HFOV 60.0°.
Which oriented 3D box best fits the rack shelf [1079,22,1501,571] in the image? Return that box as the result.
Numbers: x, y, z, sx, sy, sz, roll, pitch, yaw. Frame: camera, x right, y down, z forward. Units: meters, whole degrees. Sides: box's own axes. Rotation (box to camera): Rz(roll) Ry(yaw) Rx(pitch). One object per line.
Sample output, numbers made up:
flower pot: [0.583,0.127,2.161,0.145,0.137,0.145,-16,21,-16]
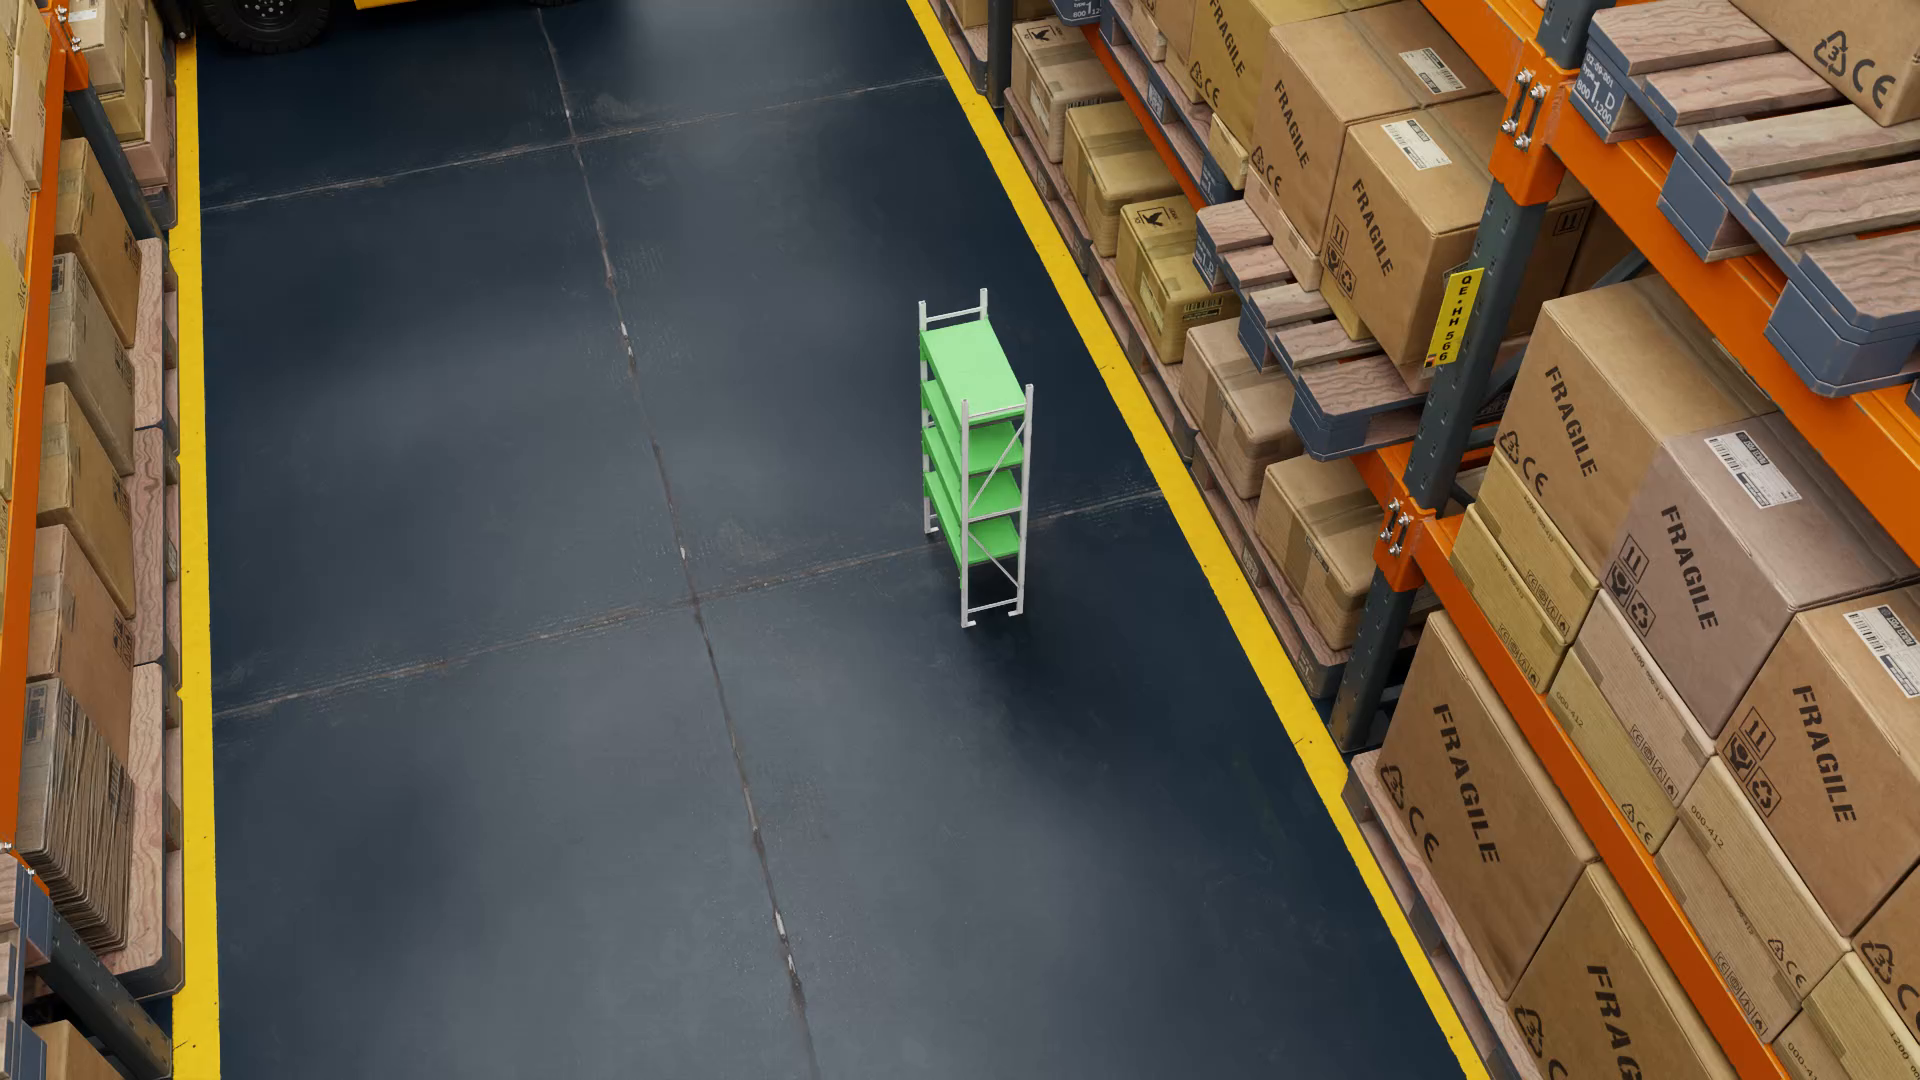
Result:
rack shelf: [1.221,-1.590,6.389,1.077,0.370,4.000,-13,51,-11]

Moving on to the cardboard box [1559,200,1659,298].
cardboard box: [1.900,-1.006,4.891,0.500,0.500,0.500,-15,51,-12]

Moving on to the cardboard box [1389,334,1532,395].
cardboard box: [1.491,-0.602,4.975,0.380,0.149,0.250,-12,51,-10]

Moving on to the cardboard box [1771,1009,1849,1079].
cardboard box: [2.184,1.216,3.650,0.500,0.250,0.500,-13,51,-11]

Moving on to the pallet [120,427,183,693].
pallet: [-3.492,0.163,6.264,1.003,0.211,1.213,-13,51,-11]

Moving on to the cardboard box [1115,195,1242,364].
cardboard box: [1.210,-1.157,6.997,0.950,0.372,0.625,-12,51,-10]

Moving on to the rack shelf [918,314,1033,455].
rack shelf: [0.049,-0.534,5.661,0.258,0.148,0.480,-13,51,-11]

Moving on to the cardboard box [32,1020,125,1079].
cardboard box: [-2.598,1.694,4.510,0.500,0.500,0.500,-12,51,-10]

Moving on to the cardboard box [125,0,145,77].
cardboard box: [-4.110,-2.359,7.763,0.500,0.250,0.500,-14,51,-11]

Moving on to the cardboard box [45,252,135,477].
cardboard box: [-3.724,-0.581,6.346,0.875,0.625,0.625,-14,51,-11]

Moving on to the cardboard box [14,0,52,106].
cardboard box: [-3.712,-1.801,6.194,0.500,0.250,0.500,-12,51,-10]

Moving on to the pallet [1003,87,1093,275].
pallet: [0.861,-1.816,7.932,1.003,0.211,1.213,-13,51,-11]

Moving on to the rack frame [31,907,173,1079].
rack frame: [-2.928,0.764,3.934,1.000,3.000,0.127,-13,51,-11]

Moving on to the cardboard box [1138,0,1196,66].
cardboard box: [0.938,-2.036,5.760,0.500,0.500,0.500,-15,52,-12]

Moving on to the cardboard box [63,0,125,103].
cardboard box: [-3.954,-2.154,7.263,0.500,0.250,0.500,-14,51,-12]

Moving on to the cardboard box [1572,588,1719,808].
cardboard box: [1.878,0.329,4.071,0.500,0.250,0.500,-12,51,-10]

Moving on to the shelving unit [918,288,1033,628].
shelving unit: [0.049,-0.266,5.979,0.258,1.200,0.503,-13,51,-11]

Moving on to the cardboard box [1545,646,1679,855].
cardboard box: [1.885,0.472,4.278,0.500,0.250,0.500,-15,51,-12]

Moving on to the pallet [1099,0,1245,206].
pallet: [1.188,-1.736,6.167,1.003,0.211,1.213,-13,51,-11]

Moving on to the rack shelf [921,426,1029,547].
rack shelf: [0.049,-0.225,6.028,0.258,0.148,0.480,-13,51,-11]

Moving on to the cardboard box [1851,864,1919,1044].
cardboard box: [2.165,0.810,3.175,0.500,0.500,0.500,-13,51,-10]

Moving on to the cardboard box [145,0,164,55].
cardboard box: [-4.270,-2.574,8.272,0.500,0.250,0.500,-13,51,-10]

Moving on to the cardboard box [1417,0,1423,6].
cardboard box: [1.576,-1.771,5.536,0.500,0.500,0.500,-13,51,-10]

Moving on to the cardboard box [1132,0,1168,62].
cardboard box: [0.850,-1.904,6.073,0.380,0.149,0.250,-12,51,-10]

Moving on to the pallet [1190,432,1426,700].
pallet: [1.583,-0.034,6.430,1.003,0.211,1.213,-13,51,-11]

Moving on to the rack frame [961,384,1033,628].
rack frame: [0.121,-0.088,5.829,0.240,1.200,0.015,-13,51,-11]

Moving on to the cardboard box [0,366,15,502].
cardboard box: [-3.129,-0.311,4.938,0.500,0.250,0.500,-15,51,-12]

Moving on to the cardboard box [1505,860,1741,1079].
cardboard box: [2.197,1.364,4.543,0.875,0.875,0.875,-13,51,-11]

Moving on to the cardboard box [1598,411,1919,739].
cardboard box: [1.880,0.060,3.808,0.500,0.500,0.500,-13,51,-11]

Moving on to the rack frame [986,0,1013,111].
rack frame: [0.629,-3.283,7.345,1.000,3.000,0.127,-13,51,-11]

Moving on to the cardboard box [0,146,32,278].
cardboard box: [-3.441,-1.065,5.574,0.500,0.250,0.500,-13,51,-11]

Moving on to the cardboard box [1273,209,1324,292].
cardboard box: [1.225,-0.955,5.273,0.380,0.149,0.250,-14,51,-11]

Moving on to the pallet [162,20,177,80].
pallet: [-4.671,-2.742,8.713,1.003,0.211,1.213,-13,51,-11]

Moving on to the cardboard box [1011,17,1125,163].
cardboard box: [0.787,-2.189,7.867,0.950,0.372,0.625,-13,51,-11]

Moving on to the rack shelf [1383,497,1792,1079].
rack shelf: [2.404,1.331,3.926,1.077,0.370,4.000,-13,51,-11]

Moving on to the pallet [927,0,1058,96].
pallet: [0.397,-2.867,8.818,1.003,0.211,1.213,-13,51,-11]

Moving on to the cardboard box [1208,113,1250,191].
cardboard box: [1.063,-1.339,5.596,0.380,0.149,0.250,-13,51,-10]

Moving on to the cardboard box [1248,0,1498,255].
cardboard box: [1.249,-1.269,5.113,0.500,0.500,0.500,-14,51,-12]

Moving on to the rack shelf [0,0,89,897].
rack shelf: [-3.520,-0.465,5.441,1.077,0.370,4.000,-13,51,-11]

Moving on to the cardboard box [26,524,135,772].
cardboard box: [-3.300,0.459,5.469,0.875,0.625,0.625,-12,51,-10]

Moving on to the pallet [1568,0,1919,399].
pallet: [2.053,-0.809,3.422,1.213,0.211,1.003,-11,51,-9]

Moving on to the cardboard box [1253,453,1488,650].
cardboard box: [1.655,-0.065,6.076,0.950,0.372,0.625,-16,52,-13]

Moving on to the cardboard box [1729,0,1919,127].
cardboard box: [2.068,-1.256,3.332,0.797,0.503,0.637,-16,52,-13]

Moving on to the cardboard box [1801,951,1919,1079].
cardboard box: [2.151,1.070,3.447,0.500,0.250,0.500,-13,51,-10]

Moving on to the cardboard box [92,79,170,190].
cardboard box: [-3.938,-1.835,7.649,0.500,0.250,0.500,-13,51,-11]

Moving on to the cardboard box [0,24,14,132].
cardboard box: [-3.563,-1.596,5.694,0.500,0.250,0.500,-15,51,-12]

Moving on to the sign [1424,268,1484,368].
sign: [1.297,-0.580,4.361,0.100,0.325,0.005,-13,51,-11]

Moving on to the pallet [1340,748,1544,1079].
pallet: [1.973,1.130,5.449,1.003,0.211,1.213,-13,51,-11]
